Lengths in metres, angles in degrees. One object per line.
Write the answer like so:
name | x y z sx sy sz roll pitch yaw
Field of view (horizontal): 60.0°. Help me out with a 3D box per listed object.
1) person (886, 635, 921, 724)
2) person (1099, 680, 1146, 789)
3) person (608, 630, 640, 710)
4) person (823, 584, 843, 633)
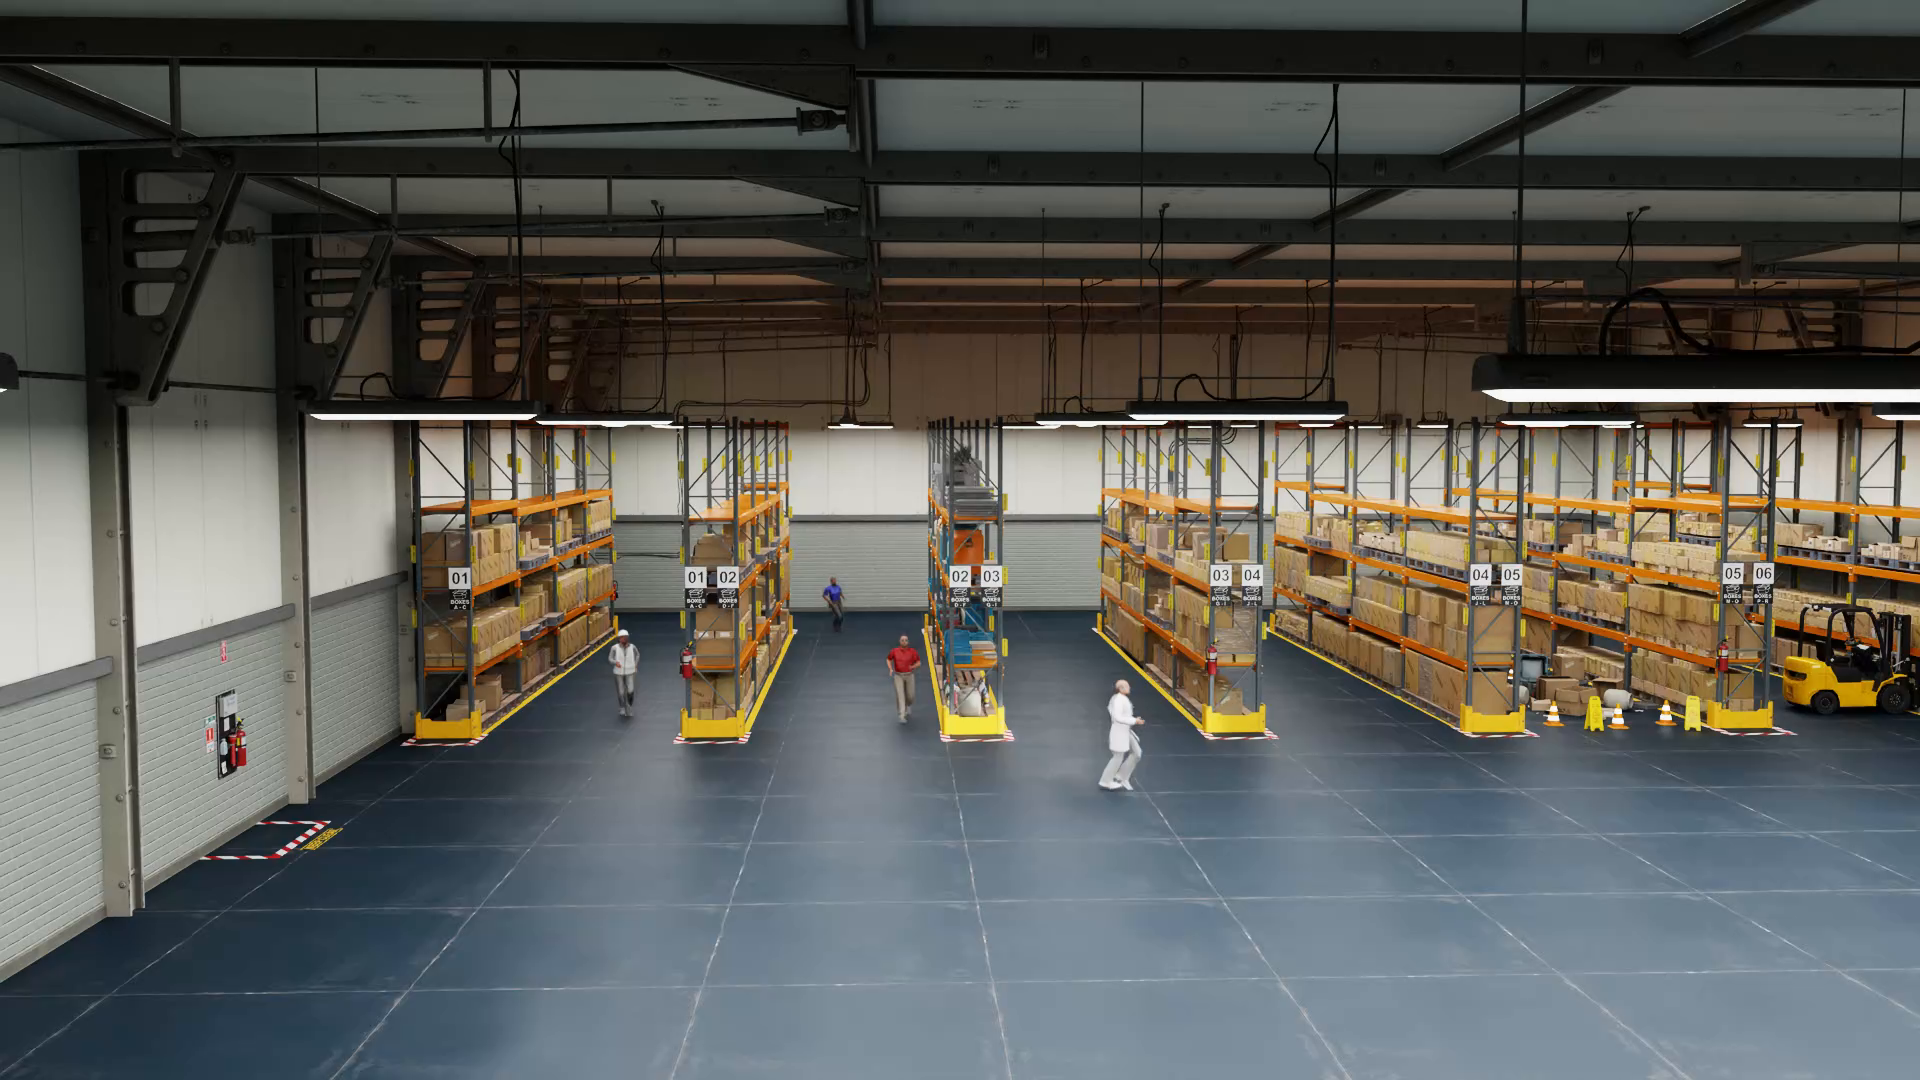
person | -1.110 2.726 32.863 0.676 1.694 0.886 0 4 -6
person | 2.595 3.123 26.493 0.771 1.804 0.701 1 4 19
person | -6.717 2.623 33.284 0.625 1.669 0.721 -1 4 -13
person | -3.534 1.943 47.230 0.572 1.405 0.536 -3 5 -39
